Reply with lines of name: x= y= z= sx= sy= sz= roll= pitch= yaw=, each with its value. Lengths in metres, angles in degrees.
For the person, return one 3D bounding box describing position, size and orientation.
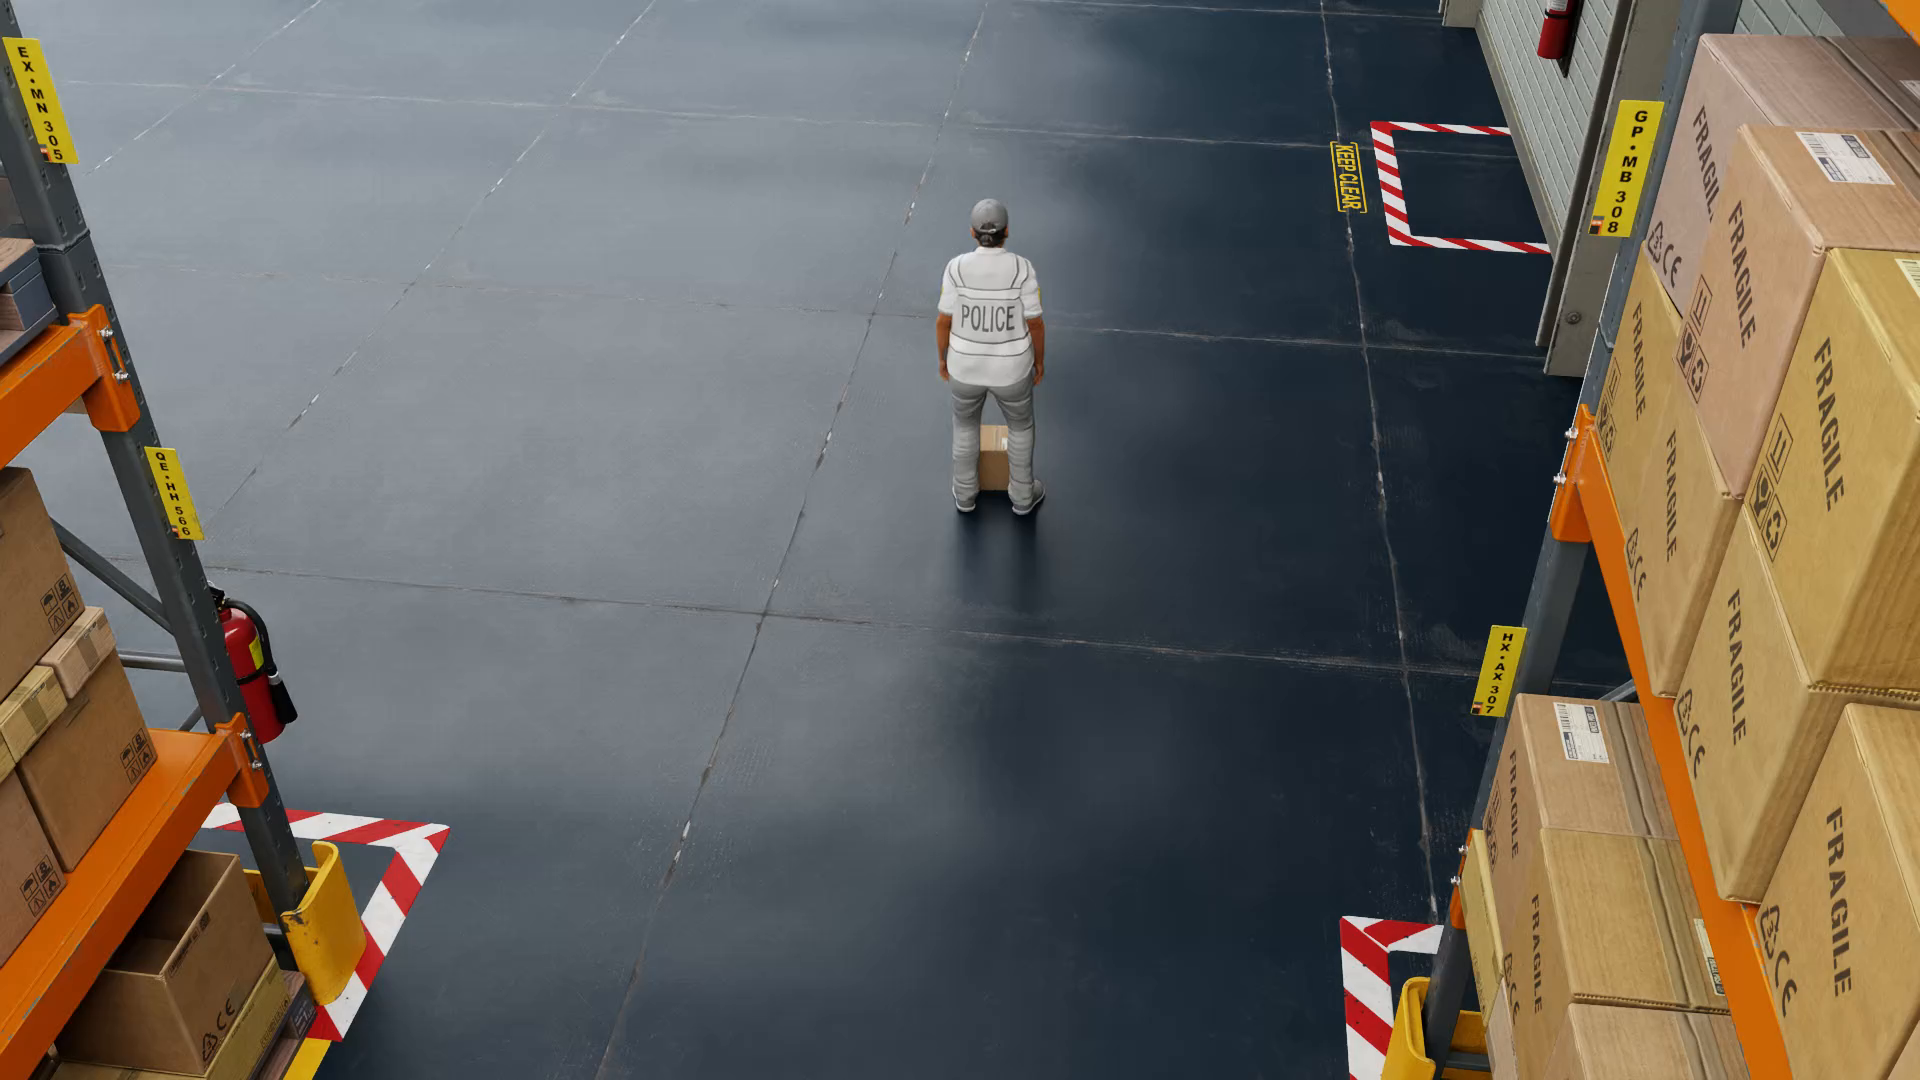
person: x=0.165 y=-0.879 z=8.228 sx=0.549 sy=1.666 sz=0.473 roll=4 pitch=37 yaw=5
